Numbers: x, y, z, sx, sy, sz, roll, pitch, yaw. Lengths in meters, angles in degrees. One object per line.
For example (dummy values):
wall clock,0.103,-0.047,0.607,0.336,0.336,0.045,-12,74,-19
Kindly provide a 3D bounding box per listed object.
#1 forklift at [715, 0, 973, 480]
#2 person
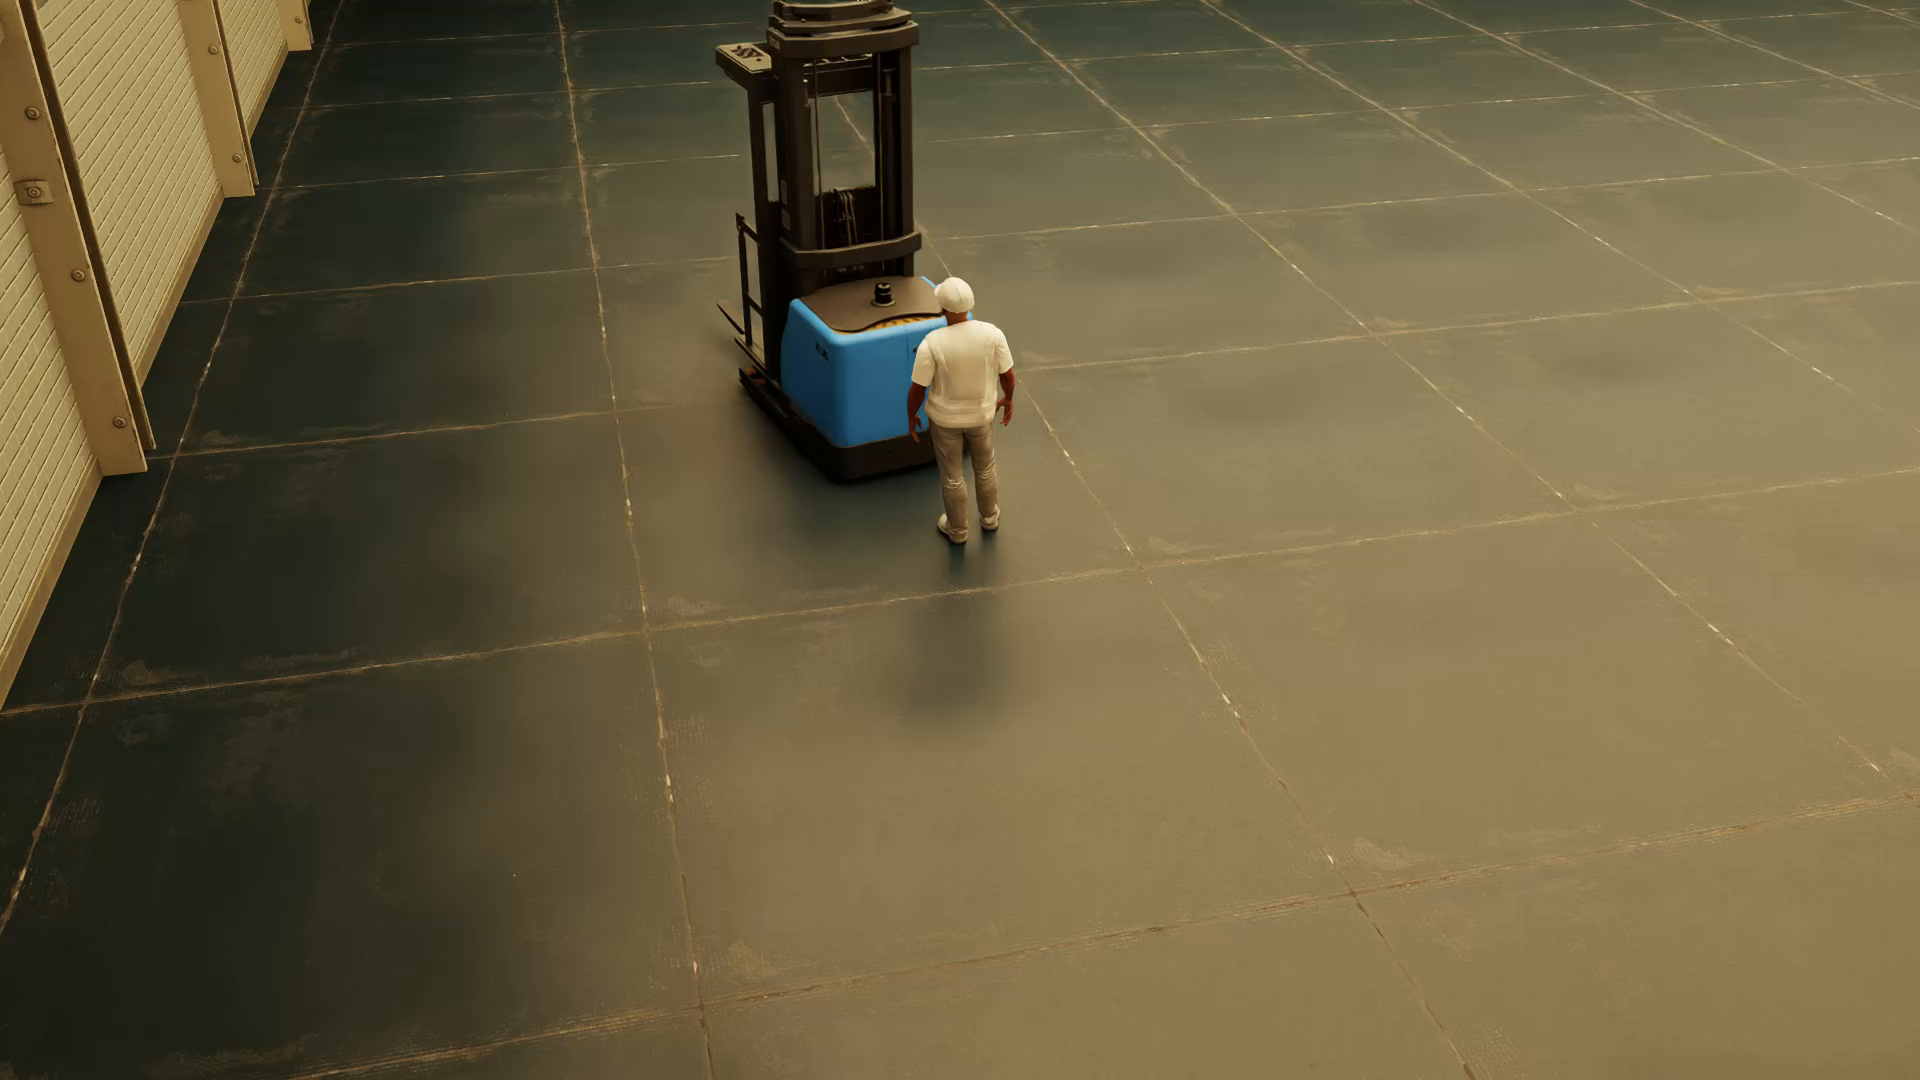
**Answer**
forklift,-0.994,-2.386,11.696,1.130,2.935,3.031,-14,33,-22
person,-0.011,-0.805,10.113,0.666,1.765,0.577,-7,31,-12
